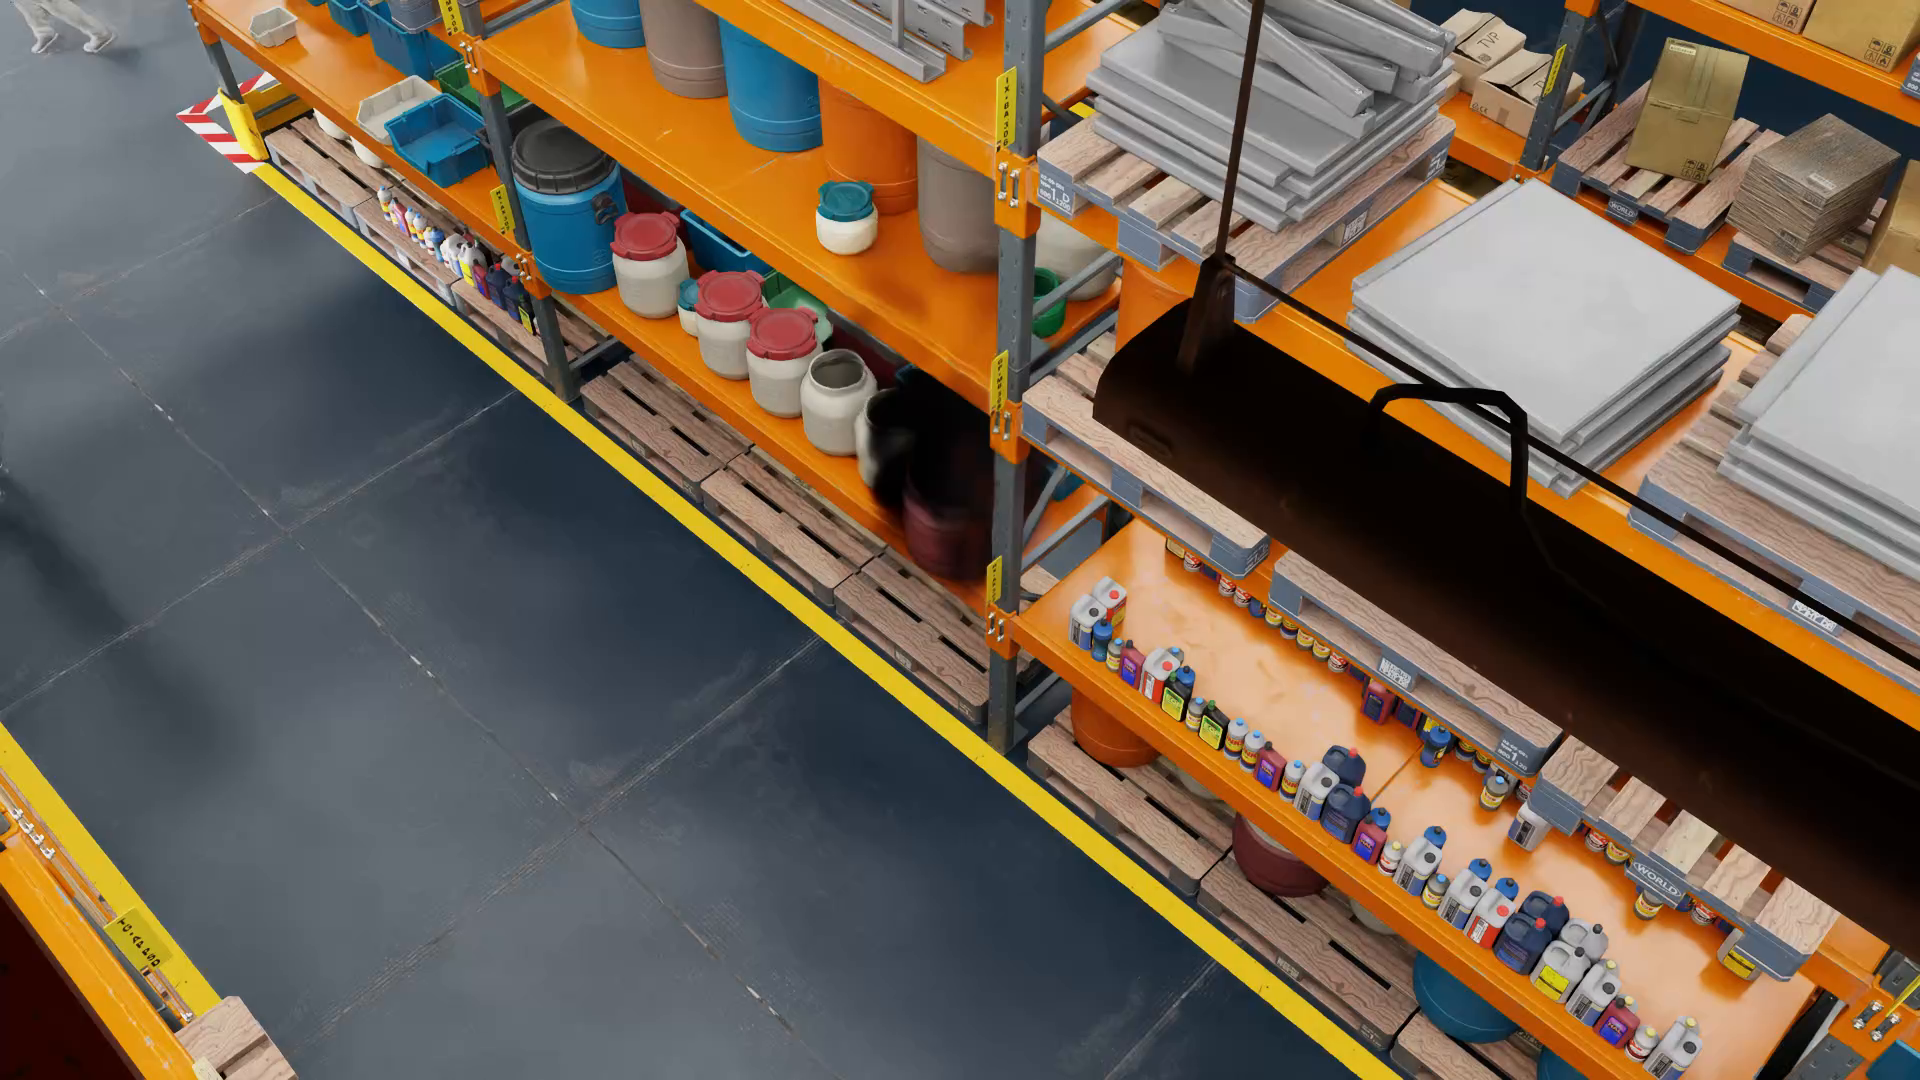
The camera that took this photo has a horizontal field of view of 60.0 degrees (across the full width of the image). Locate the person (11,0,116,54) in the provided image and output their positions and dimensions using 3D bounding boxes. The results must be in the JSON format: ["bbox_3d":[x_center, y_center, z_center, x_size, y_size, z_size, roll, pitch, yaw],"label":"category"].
[{"bbox_3d":[-7.341,-4.538,13.123,0.787,1.707,0.576,-6,50,-5],"label":"person"}]
